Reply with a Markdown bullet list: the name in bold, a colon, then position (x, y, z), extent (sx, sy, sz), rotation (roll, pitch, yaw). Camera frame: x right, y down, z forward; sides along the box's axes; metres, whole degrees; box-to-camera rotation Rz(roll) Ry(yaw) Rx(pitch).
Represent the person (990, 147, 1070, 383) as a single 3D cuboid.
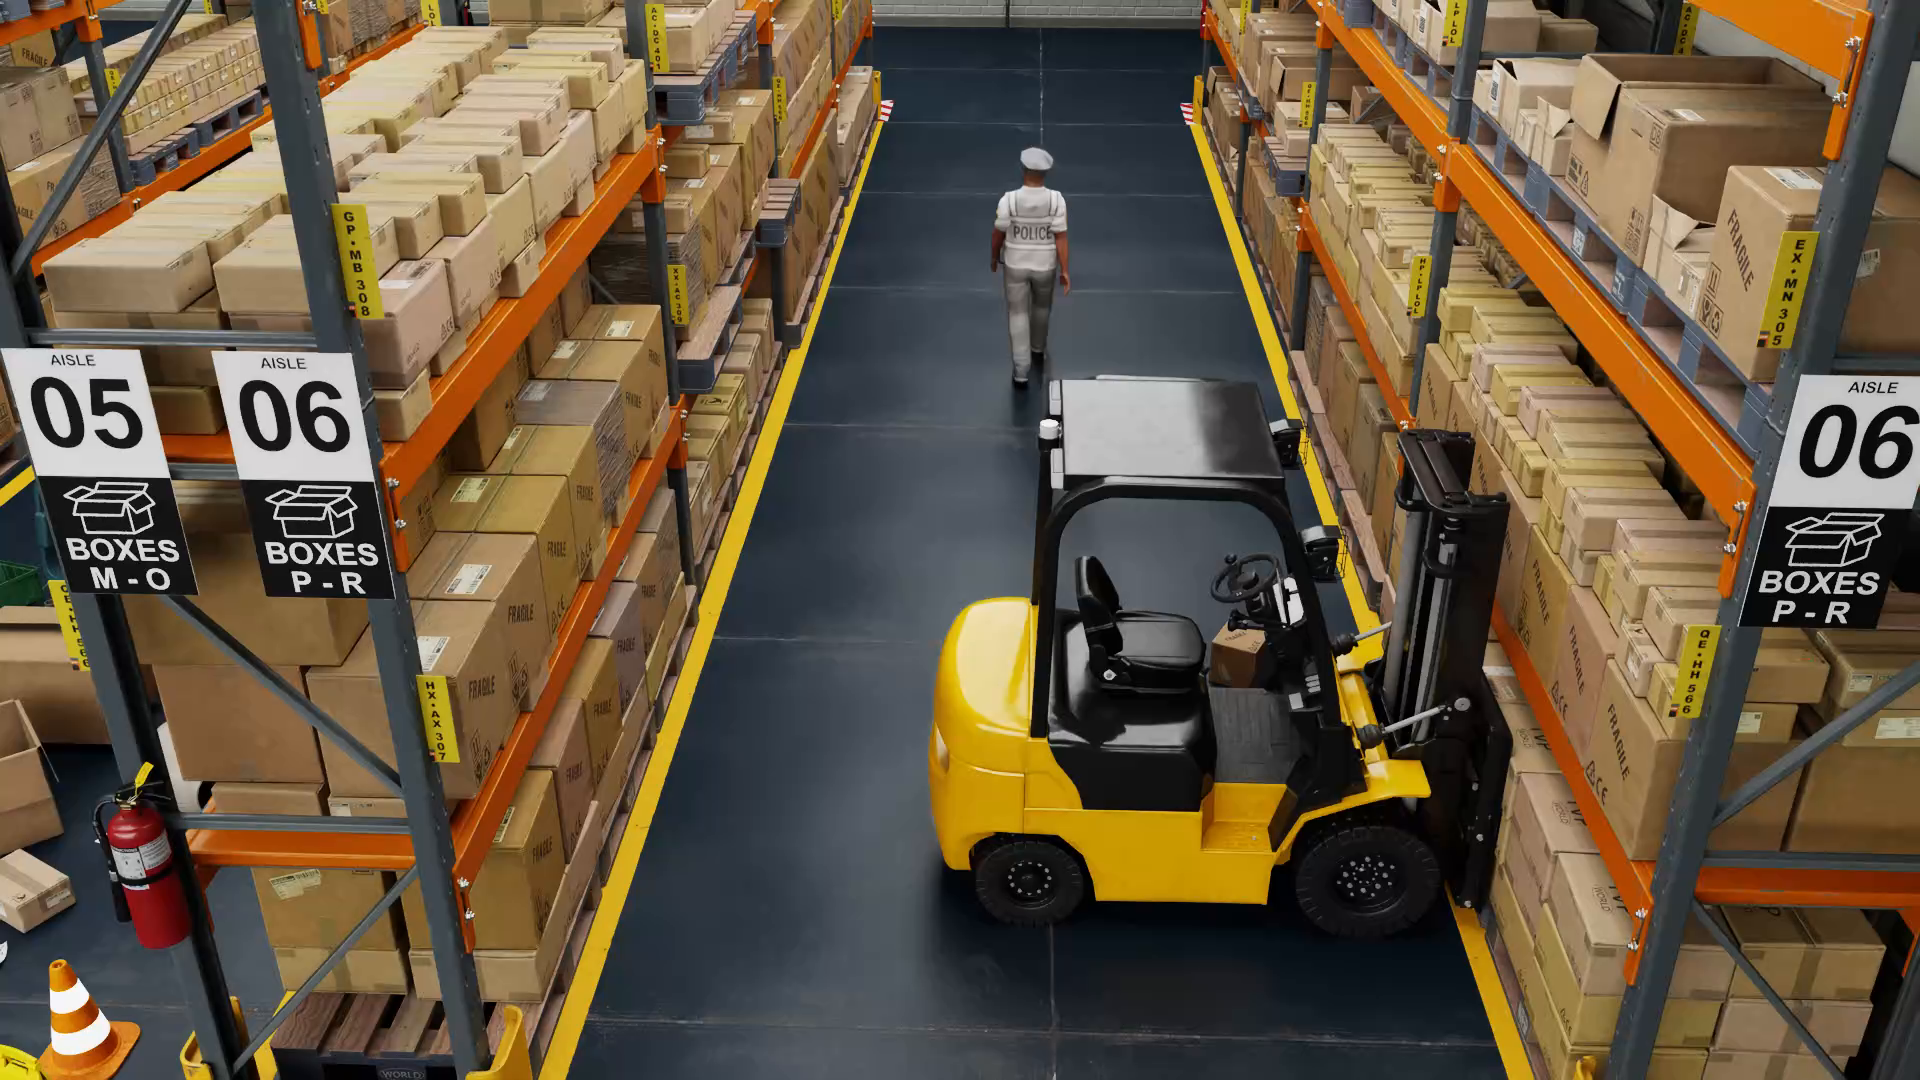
- **person**: position (0.517, -2.153, 12.653), extent (0.576, 1.718, 0.989), rotation (-3, 28, -5)
